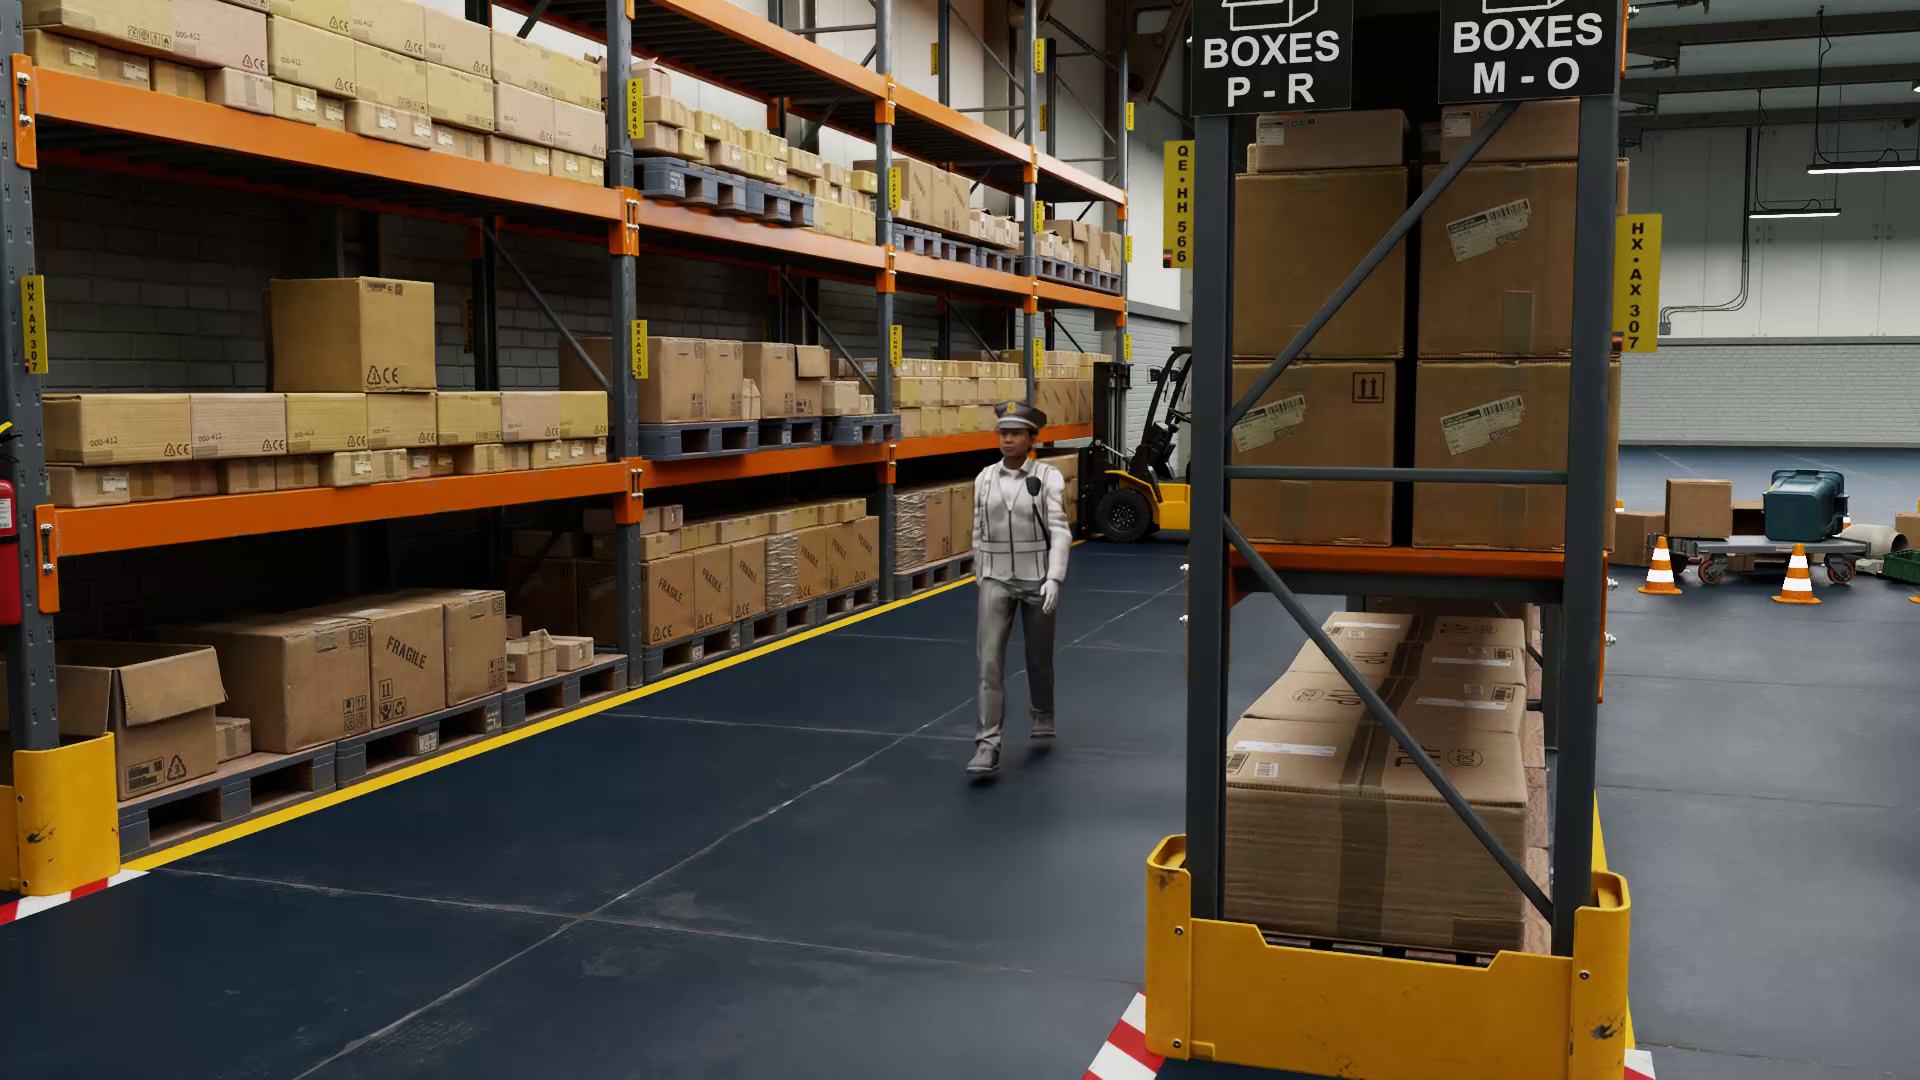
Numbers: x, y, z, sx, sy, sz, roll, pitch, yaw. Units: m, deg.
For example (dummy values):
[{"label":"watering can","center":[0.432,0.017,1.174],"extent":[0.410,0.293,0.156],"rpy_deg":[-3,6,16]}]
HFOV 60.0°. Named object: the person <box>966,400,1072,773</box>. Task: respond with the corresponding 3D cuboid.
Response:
[{"label":"person","center":[0.269,0.186,7.551],"extent":[0.489,1.638,1.013],"rpy_deg":[1,5,11]}]
